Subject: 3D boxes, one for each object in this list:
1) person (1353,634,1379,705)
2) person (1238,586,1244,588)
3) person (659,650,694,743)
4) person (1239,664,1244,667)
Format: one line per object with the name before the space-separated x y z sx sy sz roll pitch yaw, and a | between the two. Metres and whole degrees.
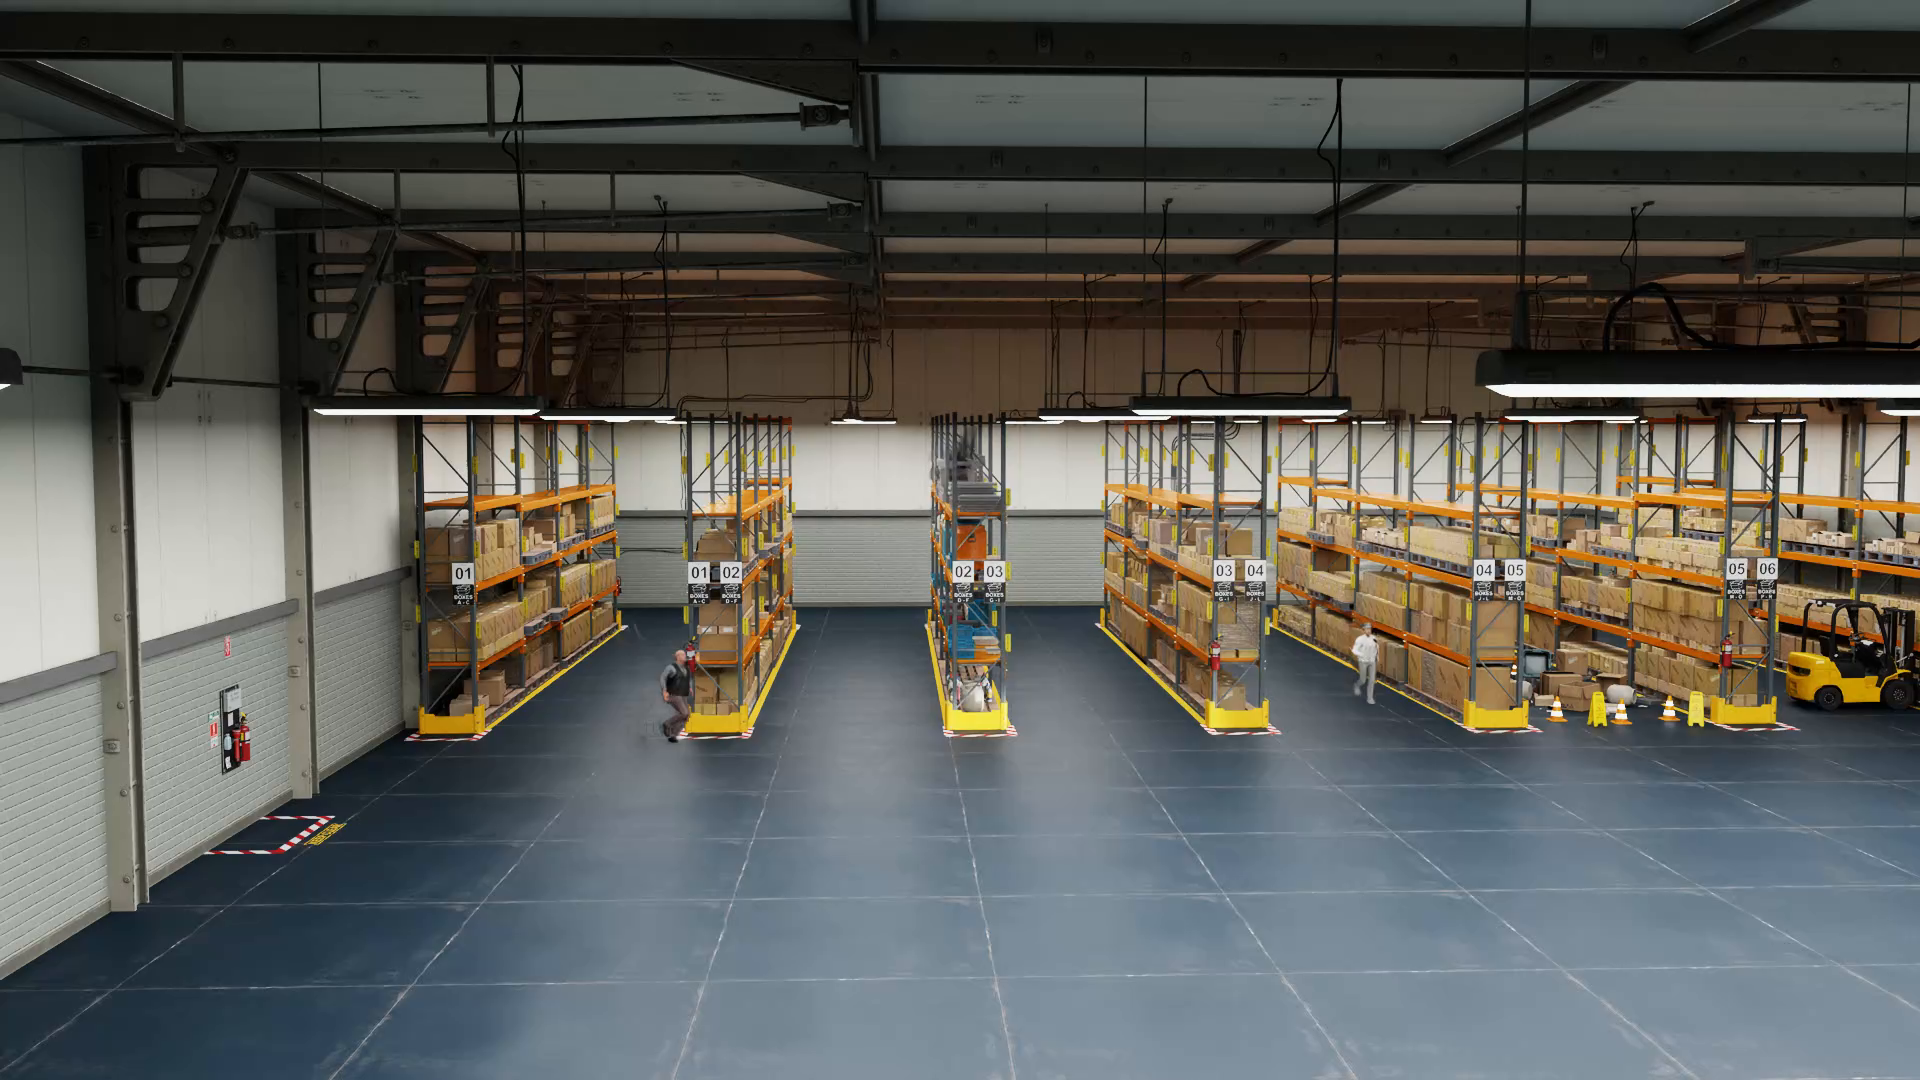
person | 8.439 2.655 34.465 0.618 1.414 0.890 -1 4 -7
person | 7.782 1.673 46.982 0.598 1.819 0.755 0 4 -1
person | -5.087 2.840 30.246 0.474 1.649 0.684 3 5 34
person | 6.705 2.234 39.783 0.545 1.557 0.678 0 4 -2
